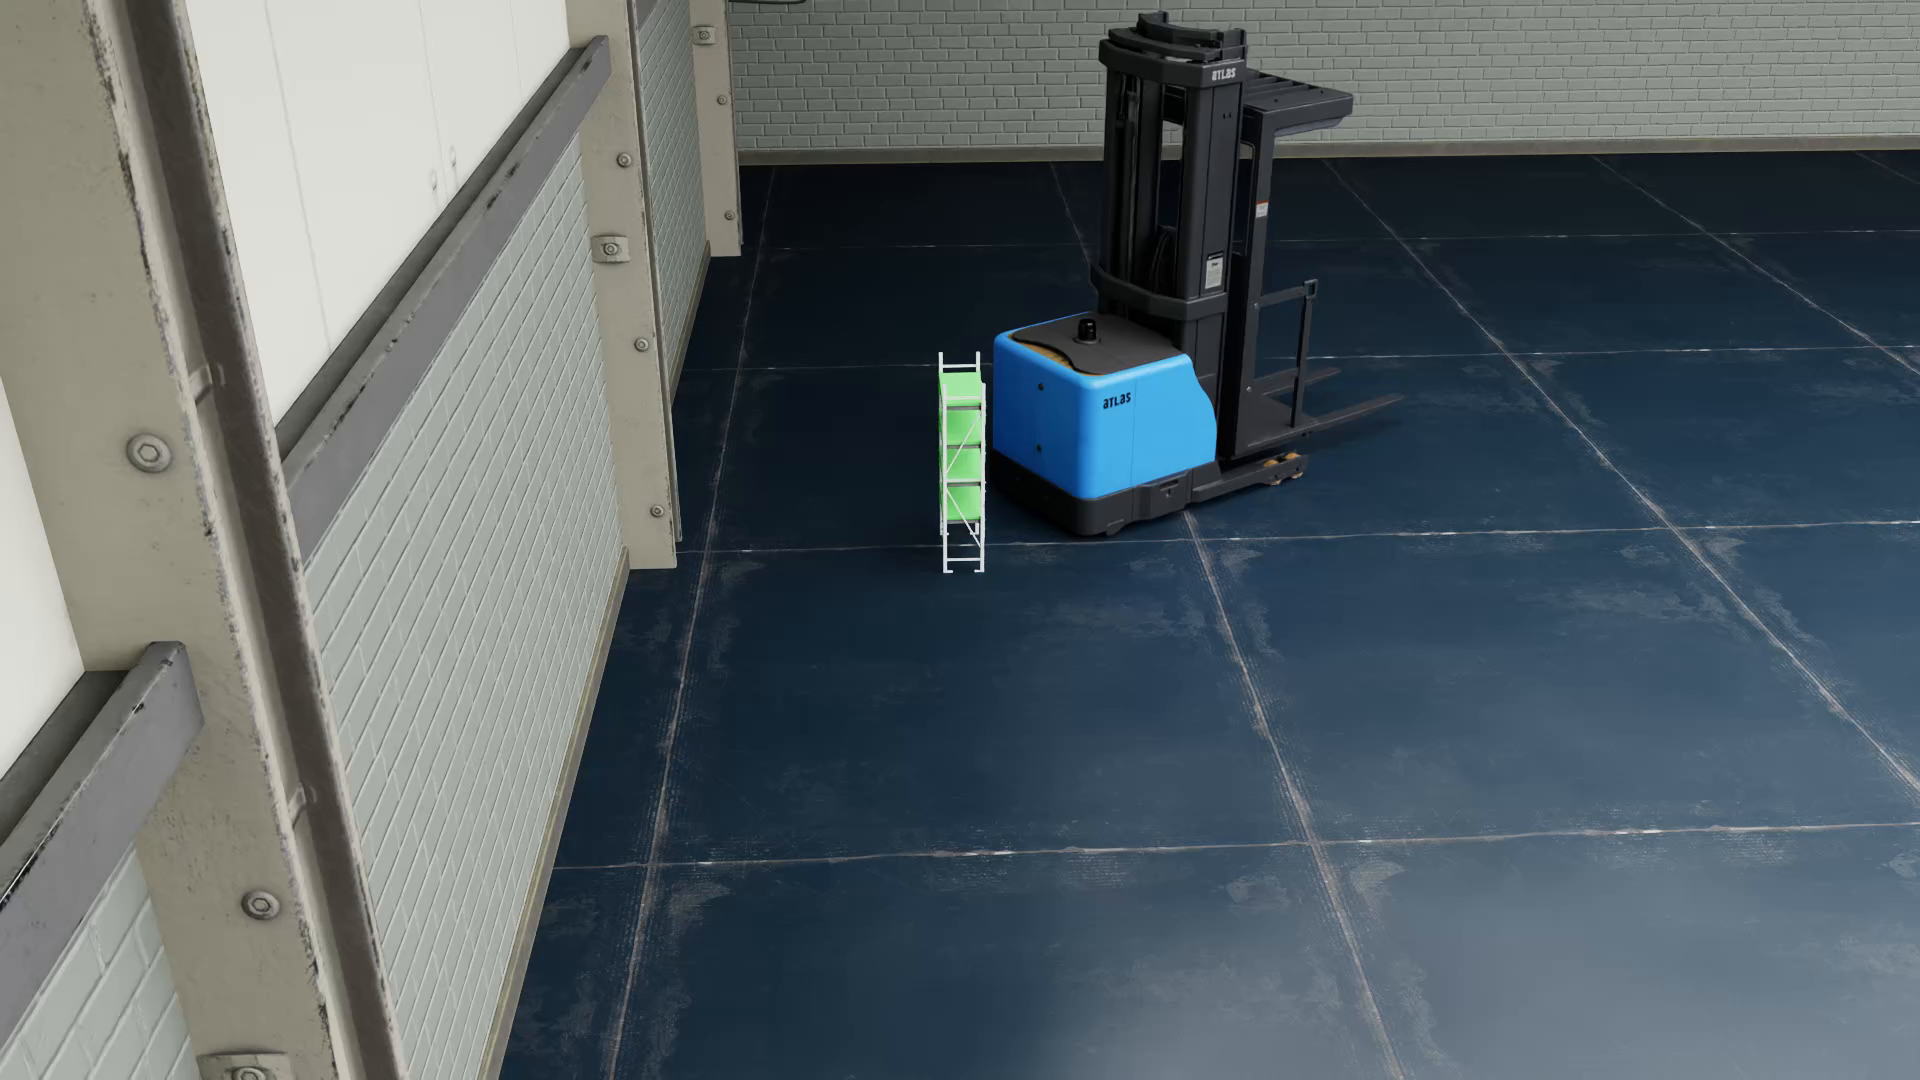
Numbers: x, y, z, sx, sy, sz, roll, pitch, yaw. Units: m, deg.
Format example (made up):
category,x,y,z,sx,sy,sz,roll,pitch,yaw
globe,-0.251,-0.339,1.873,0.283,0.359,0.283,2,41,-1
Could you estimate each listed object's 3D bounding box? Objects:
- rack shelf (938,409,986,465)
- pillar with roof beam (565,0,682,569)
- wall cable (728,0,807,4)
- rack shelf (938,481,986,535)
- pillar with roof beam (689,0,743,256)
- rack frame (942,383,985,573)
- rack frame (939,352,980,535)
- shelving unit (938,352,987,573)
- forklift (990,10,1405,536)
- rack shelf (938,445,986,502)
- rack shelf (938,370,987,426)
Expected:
category,x,y,z,sx,sy,sz,roll,pitch,yaw
rack shelf,0.009,-0.612,9.745,0.258,0.148,0.480,-1,28,-3
pillar with roof beam,2.437,-4.015,8.217,9.100,9.000,0.400,-1,28,-3
wall cable,-1.008,-6.697,16.718,3.097,2.526,0.112,-1,28,-3
rack shelf,0.009,-0.186,9.966,0.258,0.148,0.480,-1,28,-3
pillar with roof beam,2.124,-6.786,13.530,9.100,9.000,0.400,-1,28,-3
rack frame,0.021,-0.343,9.610,0.240,1.200,0.015,-1,28,-3
rack frame,-0.004,-0.568,10.042,0.240,1.200,0.015,-1,28,-3
shelving unit,0.009,-0.456,9.826,0.258,1.200,0.503,-1,28,-3
forklift,1.698,-1.841,10.609,3.031,2.935,1.130,-18,32,-30
rack shelf,0.009,-0.399,9.856,0.258,0.148,0.480,-1,28,-3
rack shelf,0.009,-0.824,9.634,0.258,0.148,0.480,-1,28,-3
